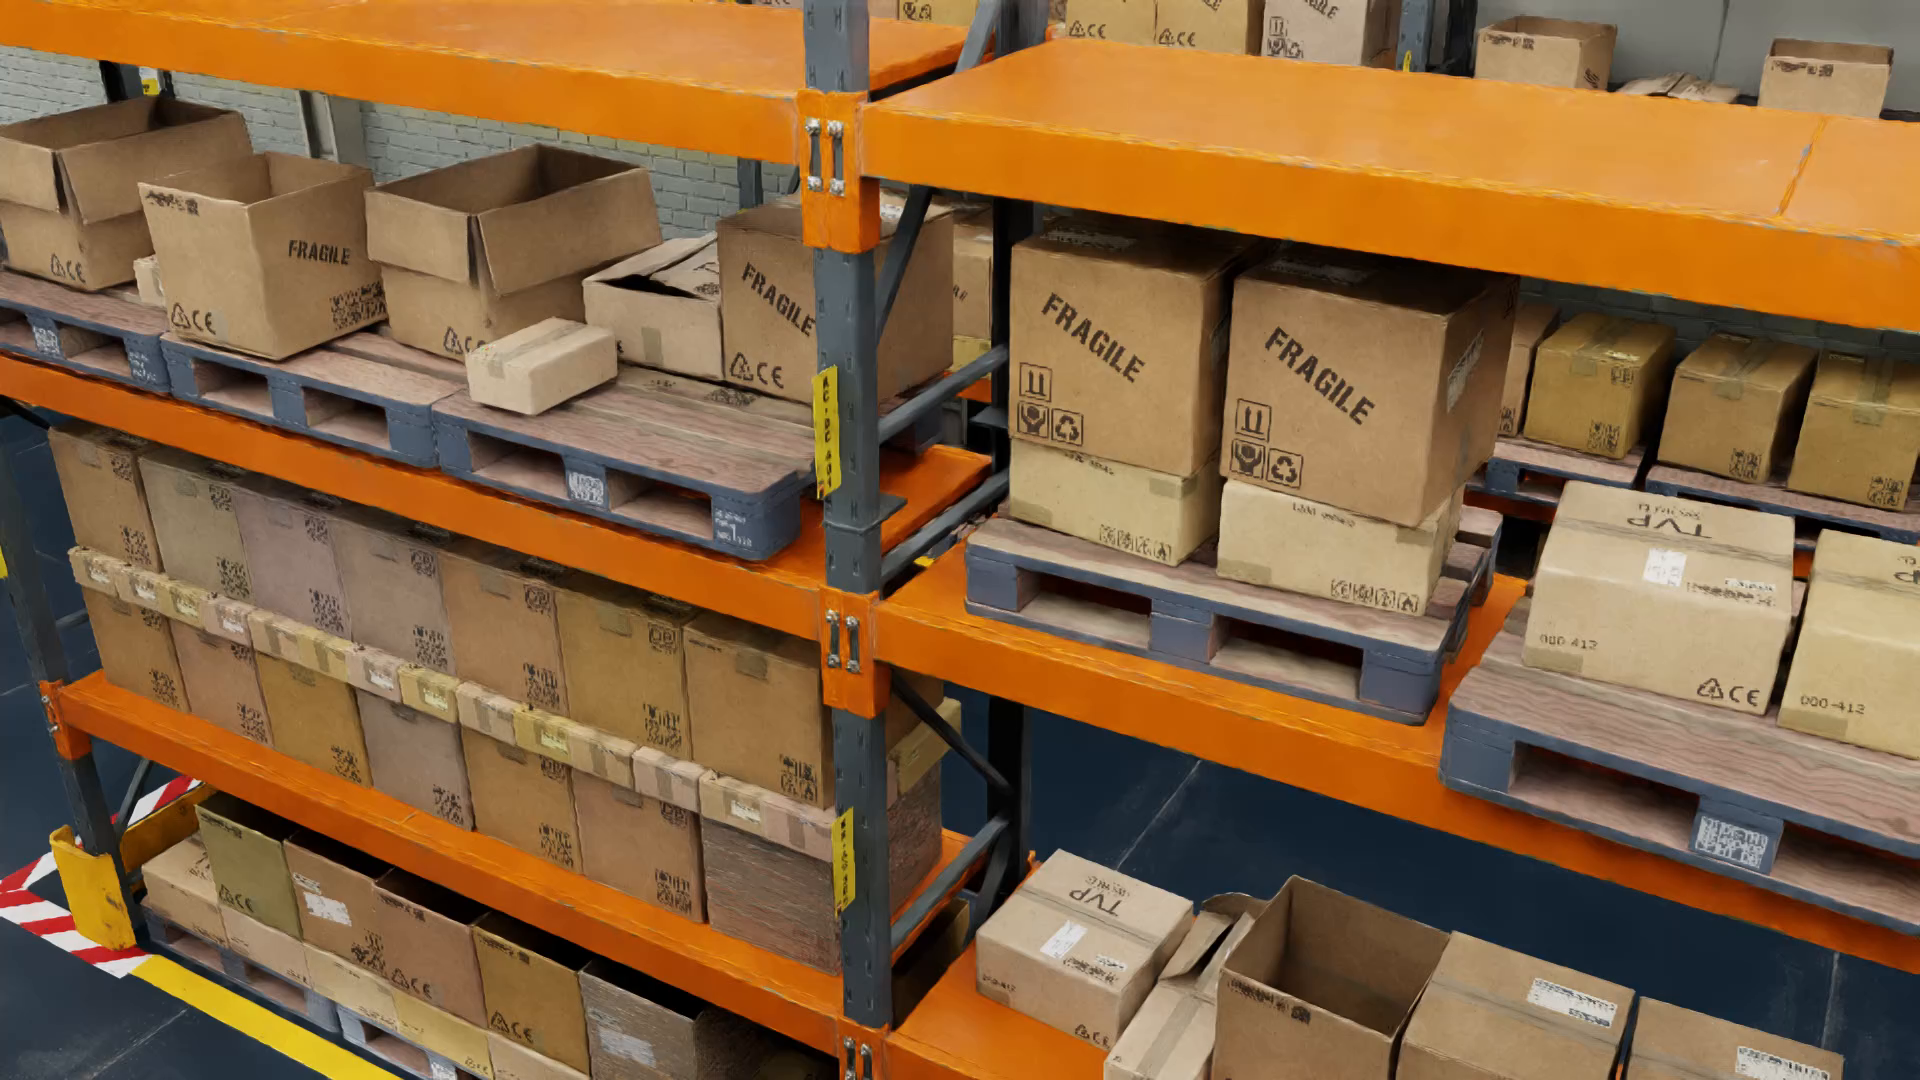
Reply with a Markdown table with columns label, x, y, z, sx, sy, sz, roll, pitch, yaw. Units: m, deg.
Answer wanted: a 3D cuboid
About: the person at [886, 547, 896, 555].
| label | x | y | z | sx | sy | sz | roll | pitch | yaw |
| --- | --- | --- | --- | --- | --- | --- | --- | --- | --- |
| person | -0.565 | 0.085 | 8.998 | 0.436 | 1.567 | 0.579 | 7 | 28 | 13 |
